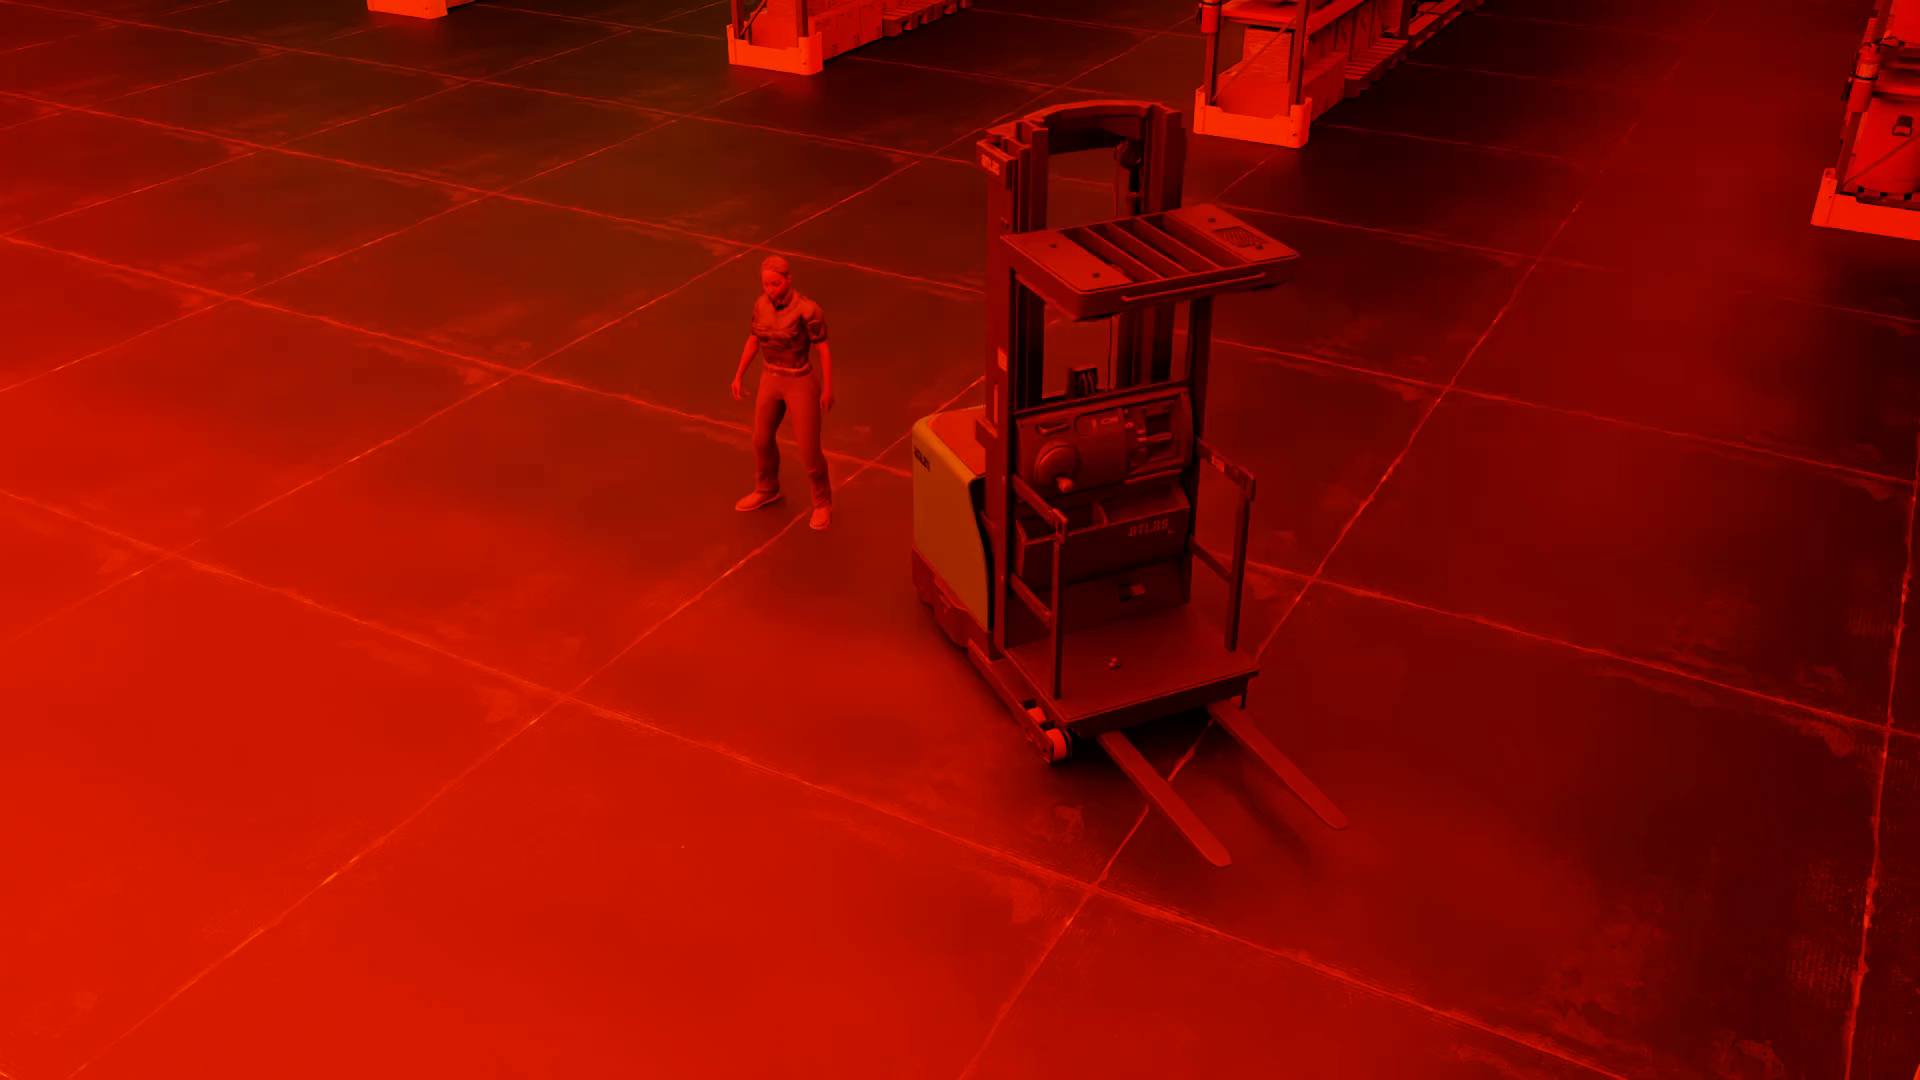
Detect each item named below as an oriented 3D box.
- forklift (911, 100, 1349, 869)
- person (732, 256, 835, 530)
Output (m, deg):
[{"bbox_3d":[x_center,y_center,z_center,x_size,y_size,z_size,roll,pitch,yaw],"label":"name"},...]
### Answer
[{"bbox_3d":[0.793,-0.429,7.814,1.130,2.935,3.031,-13,32,-21],"label":"forklift"},{"bbox_3d":[-1.062,-0.896,9.917,0.650,1.661,0.362,16,33,25],"label":"person"}]
